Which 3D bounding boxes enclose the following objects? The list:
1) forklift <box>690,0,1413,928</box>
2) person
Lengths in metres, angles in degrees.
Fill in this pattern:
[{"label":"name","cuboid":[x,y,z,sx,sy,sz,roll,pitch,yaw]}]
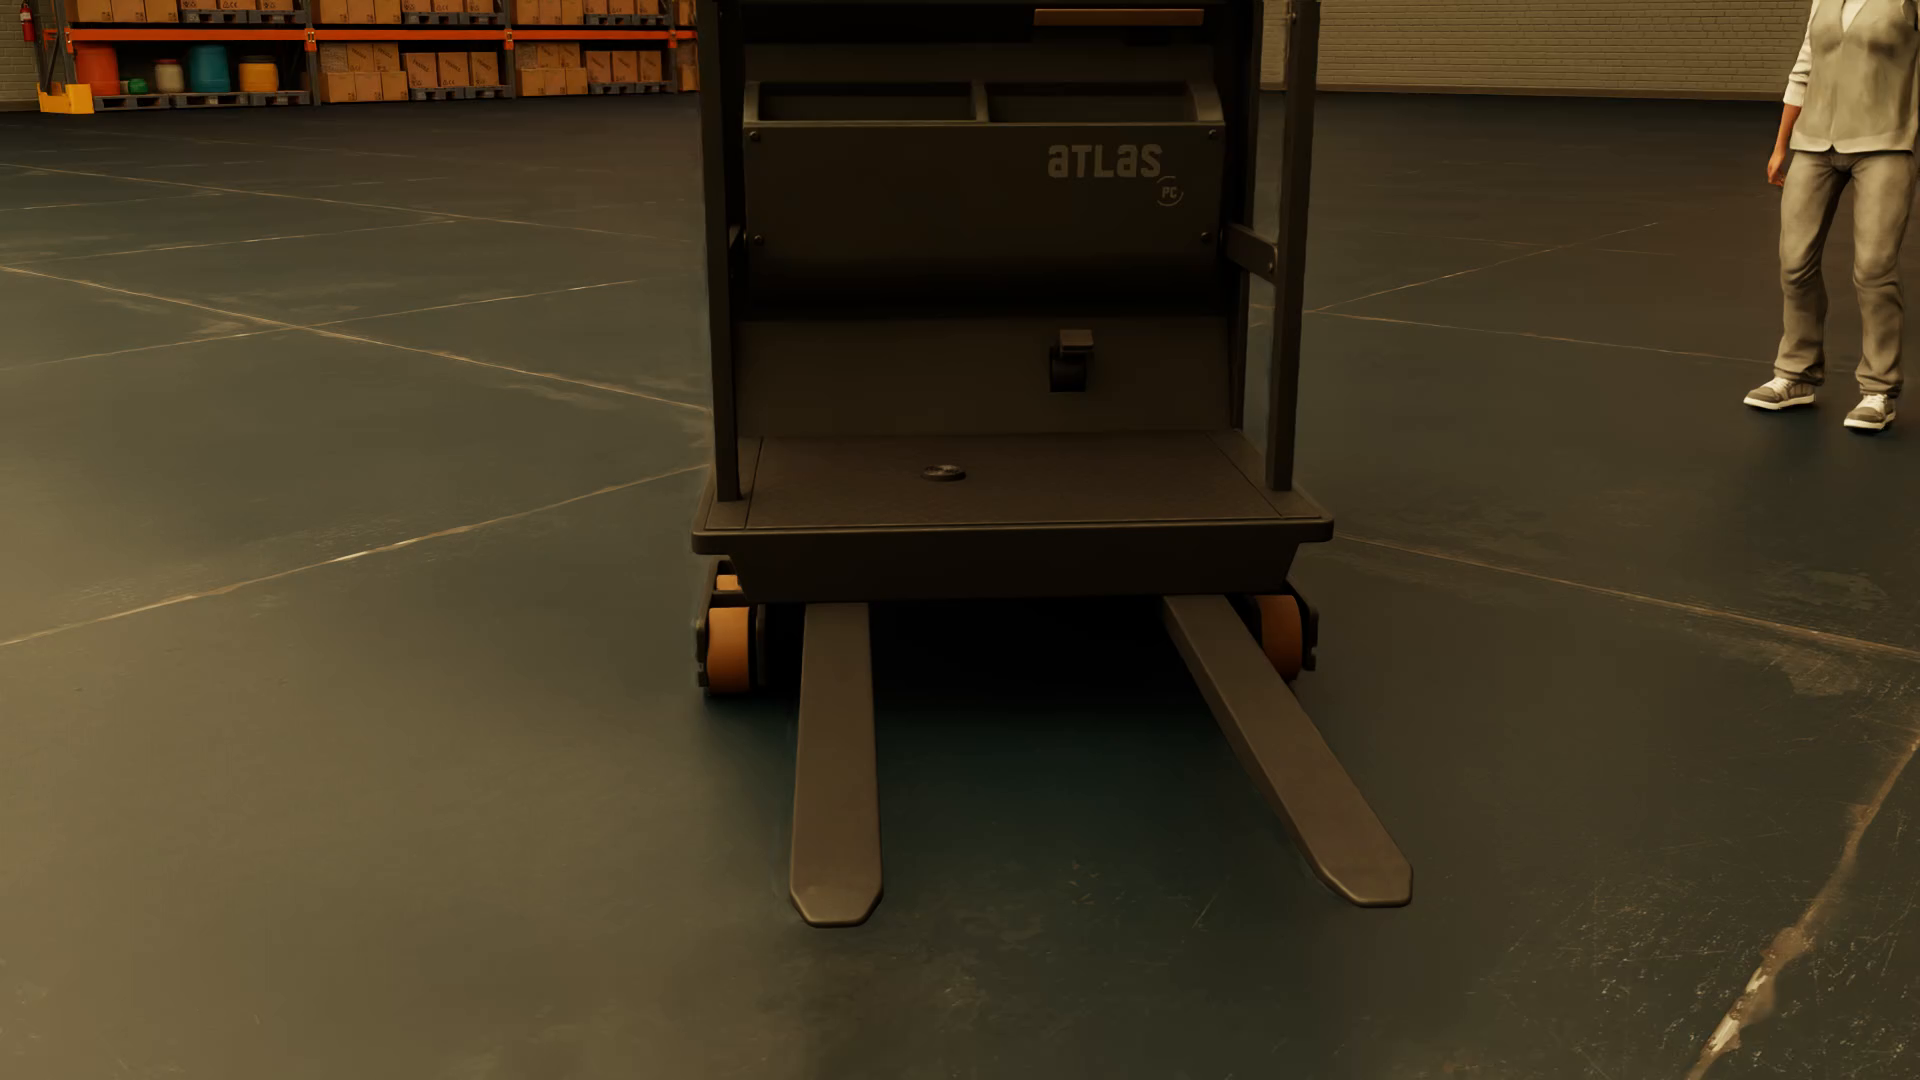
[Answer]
[{"label":"forklift","cuboid":[0.063,-1.219,2.910,1.130,2.935,3.031,-1,17,-4]},{"label":"person","cuboid":[2.693,-1.157,5.018,0.345,1.589,0.560,-13,21,-36]}]
